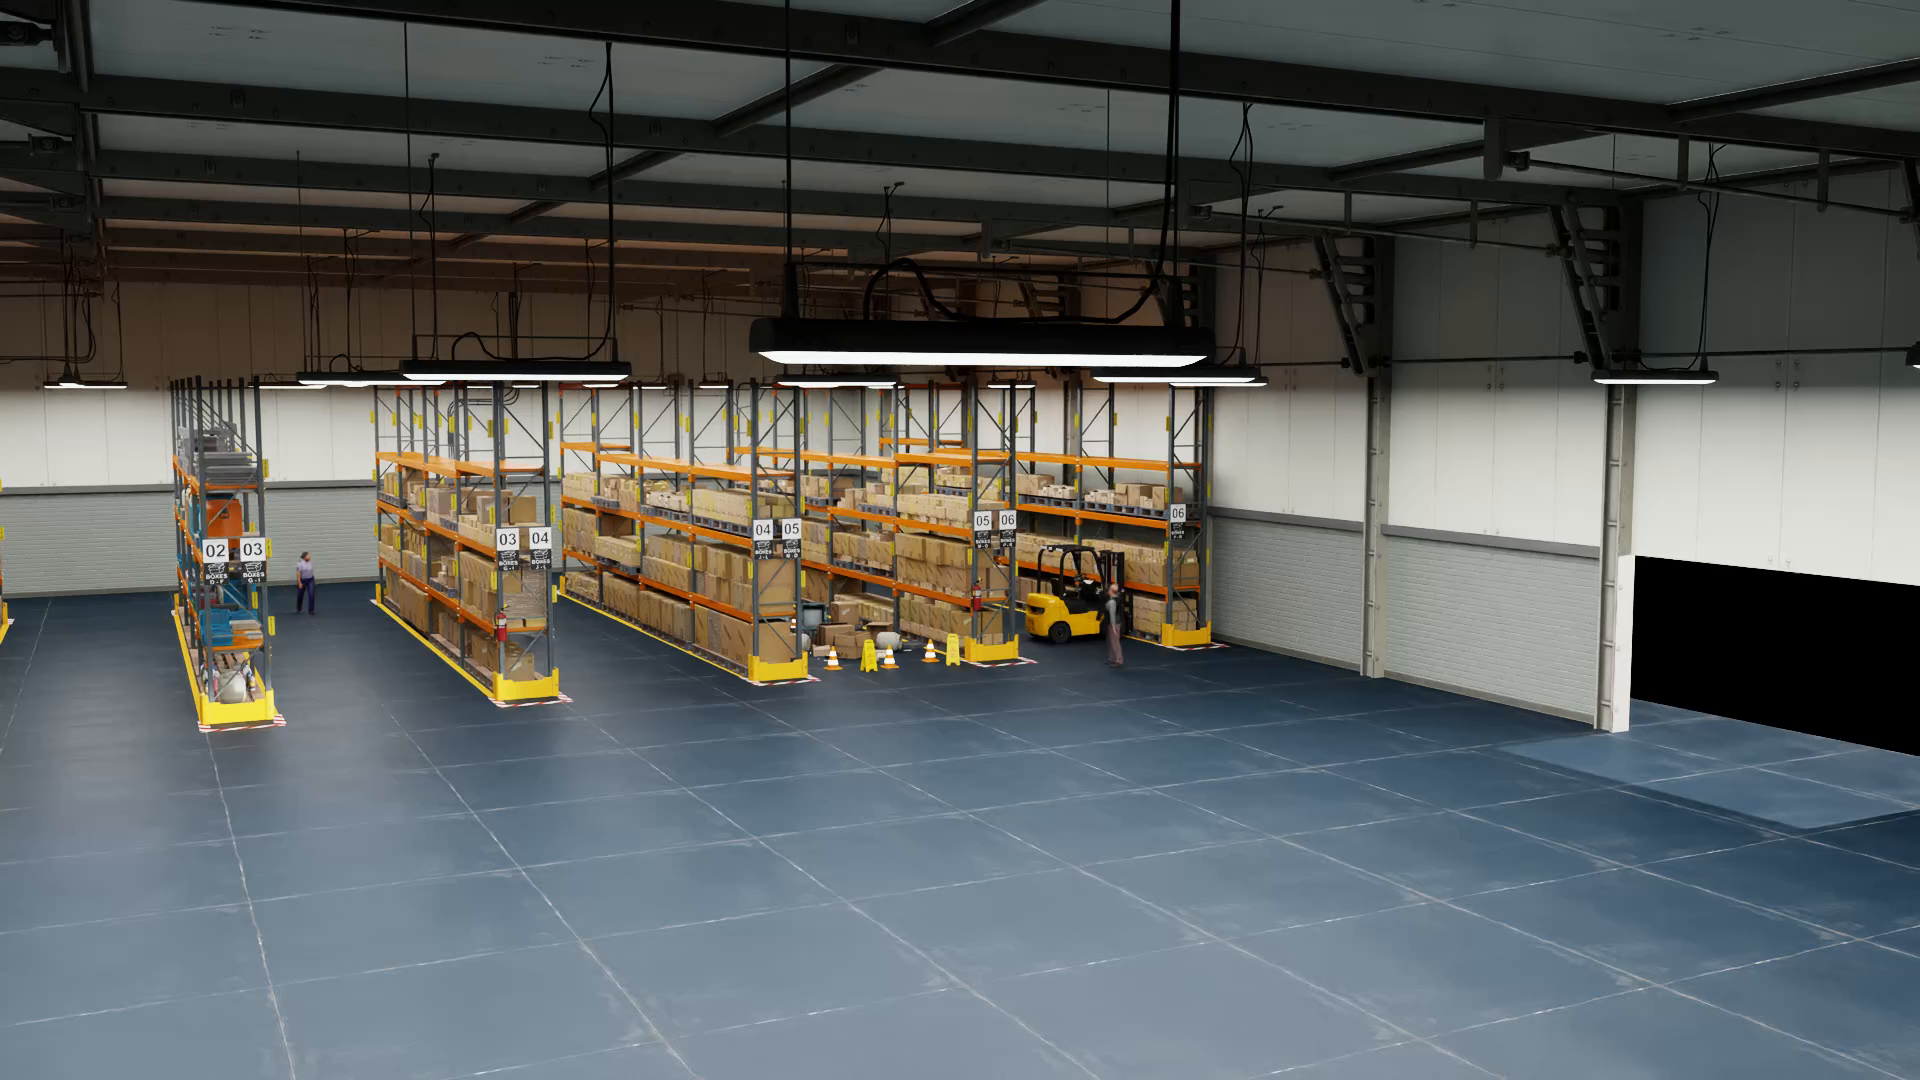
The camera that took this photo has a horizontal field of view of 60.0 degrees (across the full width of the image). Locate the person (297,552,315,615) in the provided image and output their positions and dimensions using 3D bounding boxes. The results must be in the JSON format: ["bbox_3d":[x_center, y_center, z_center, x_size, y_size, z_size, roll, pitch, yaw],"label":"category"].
[{"bbox_3d":[-16.841,1.106,42.798,0.454,1.602,0.665,-3,6,-29],"label":"person"}]

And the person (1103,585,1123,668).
[{"bbox_3d":[3.189,1.778,34.632,0.428,1.737,0.723,1,5,6],"label":"person"}]

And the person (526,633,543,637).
[{"bbox_3d":[-10.033,1.397,39.048,0.546,1.787,0.616,0,5,5],"label":"person"}]
